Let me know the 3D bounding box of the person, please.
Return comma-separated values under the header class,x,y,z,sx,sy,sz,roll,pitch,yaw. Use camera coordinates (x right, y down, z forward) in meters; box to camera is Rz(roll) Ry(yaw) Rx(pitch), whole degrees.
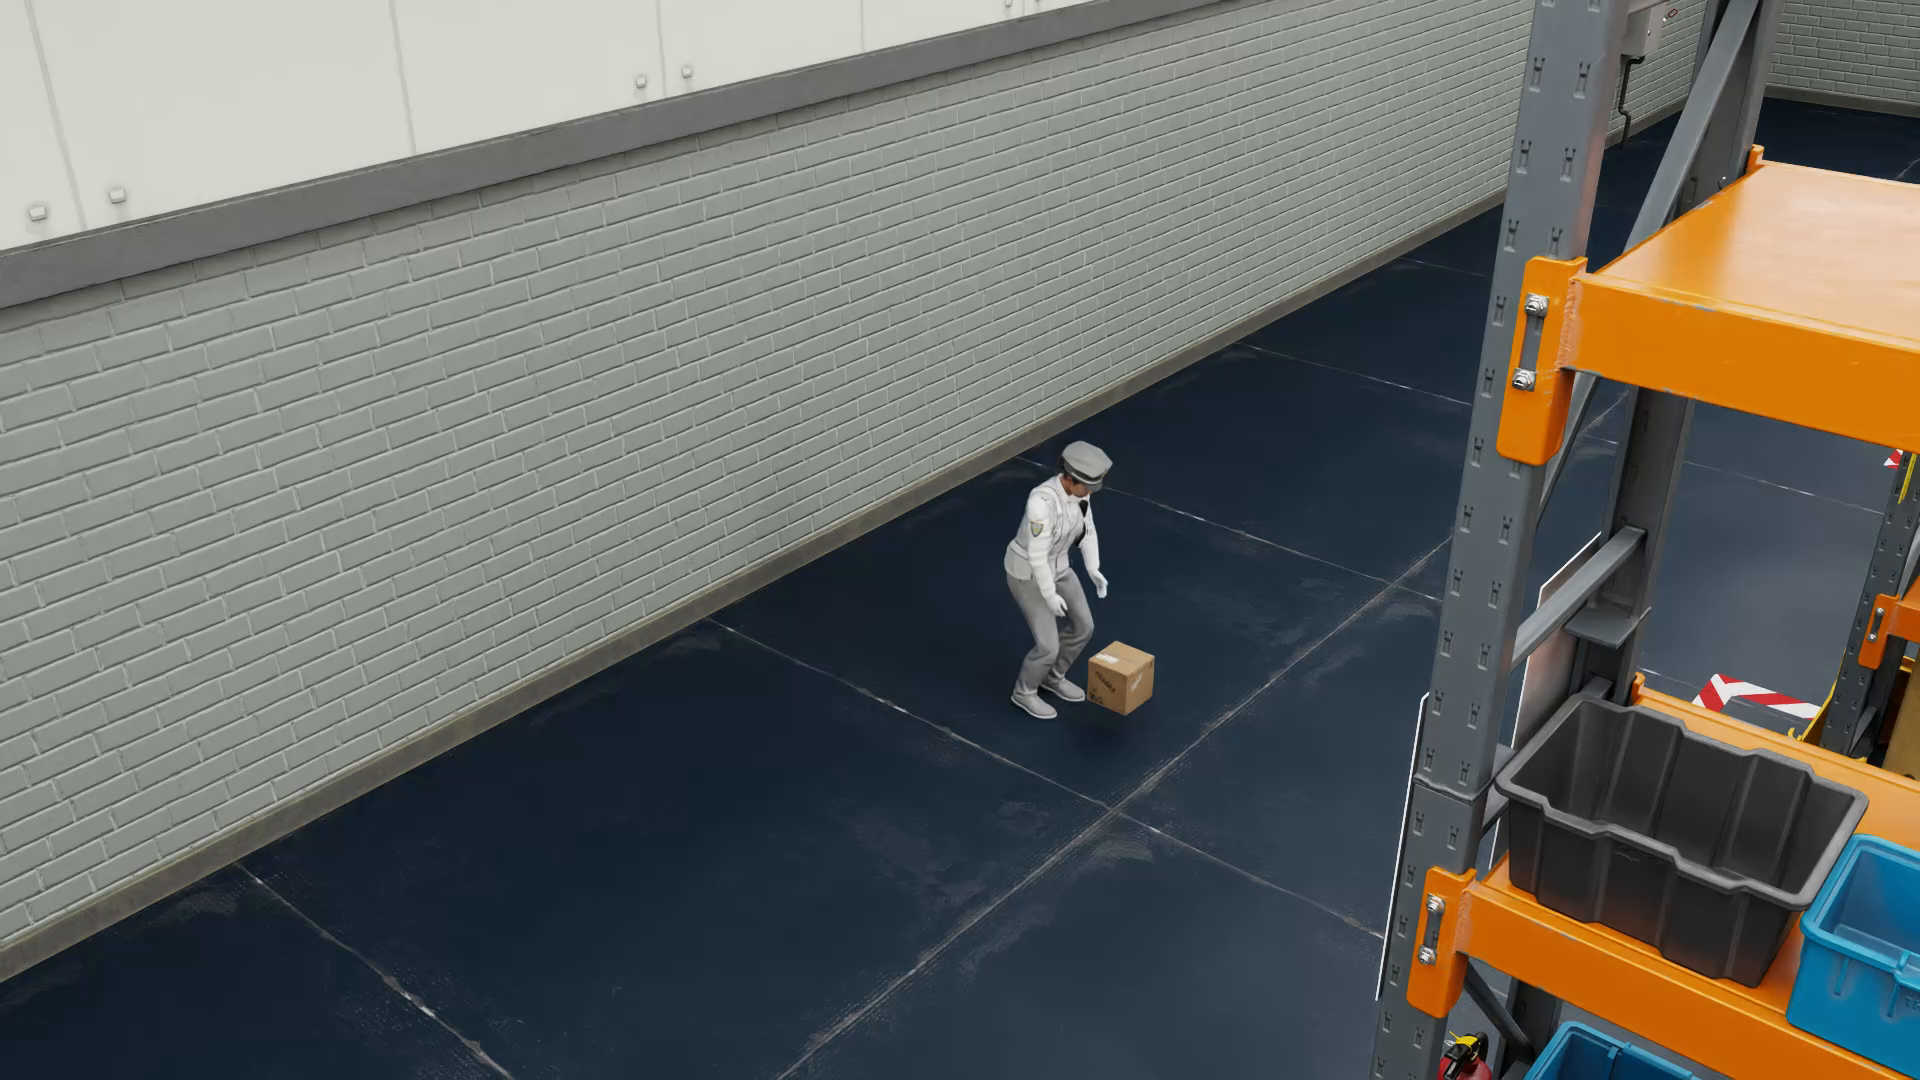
class,x,y,z,sx,sy,sz,roll,pitch,yaw
person,0.522,0.194,8.782,0.548,1.559,0.520,22,34,35
